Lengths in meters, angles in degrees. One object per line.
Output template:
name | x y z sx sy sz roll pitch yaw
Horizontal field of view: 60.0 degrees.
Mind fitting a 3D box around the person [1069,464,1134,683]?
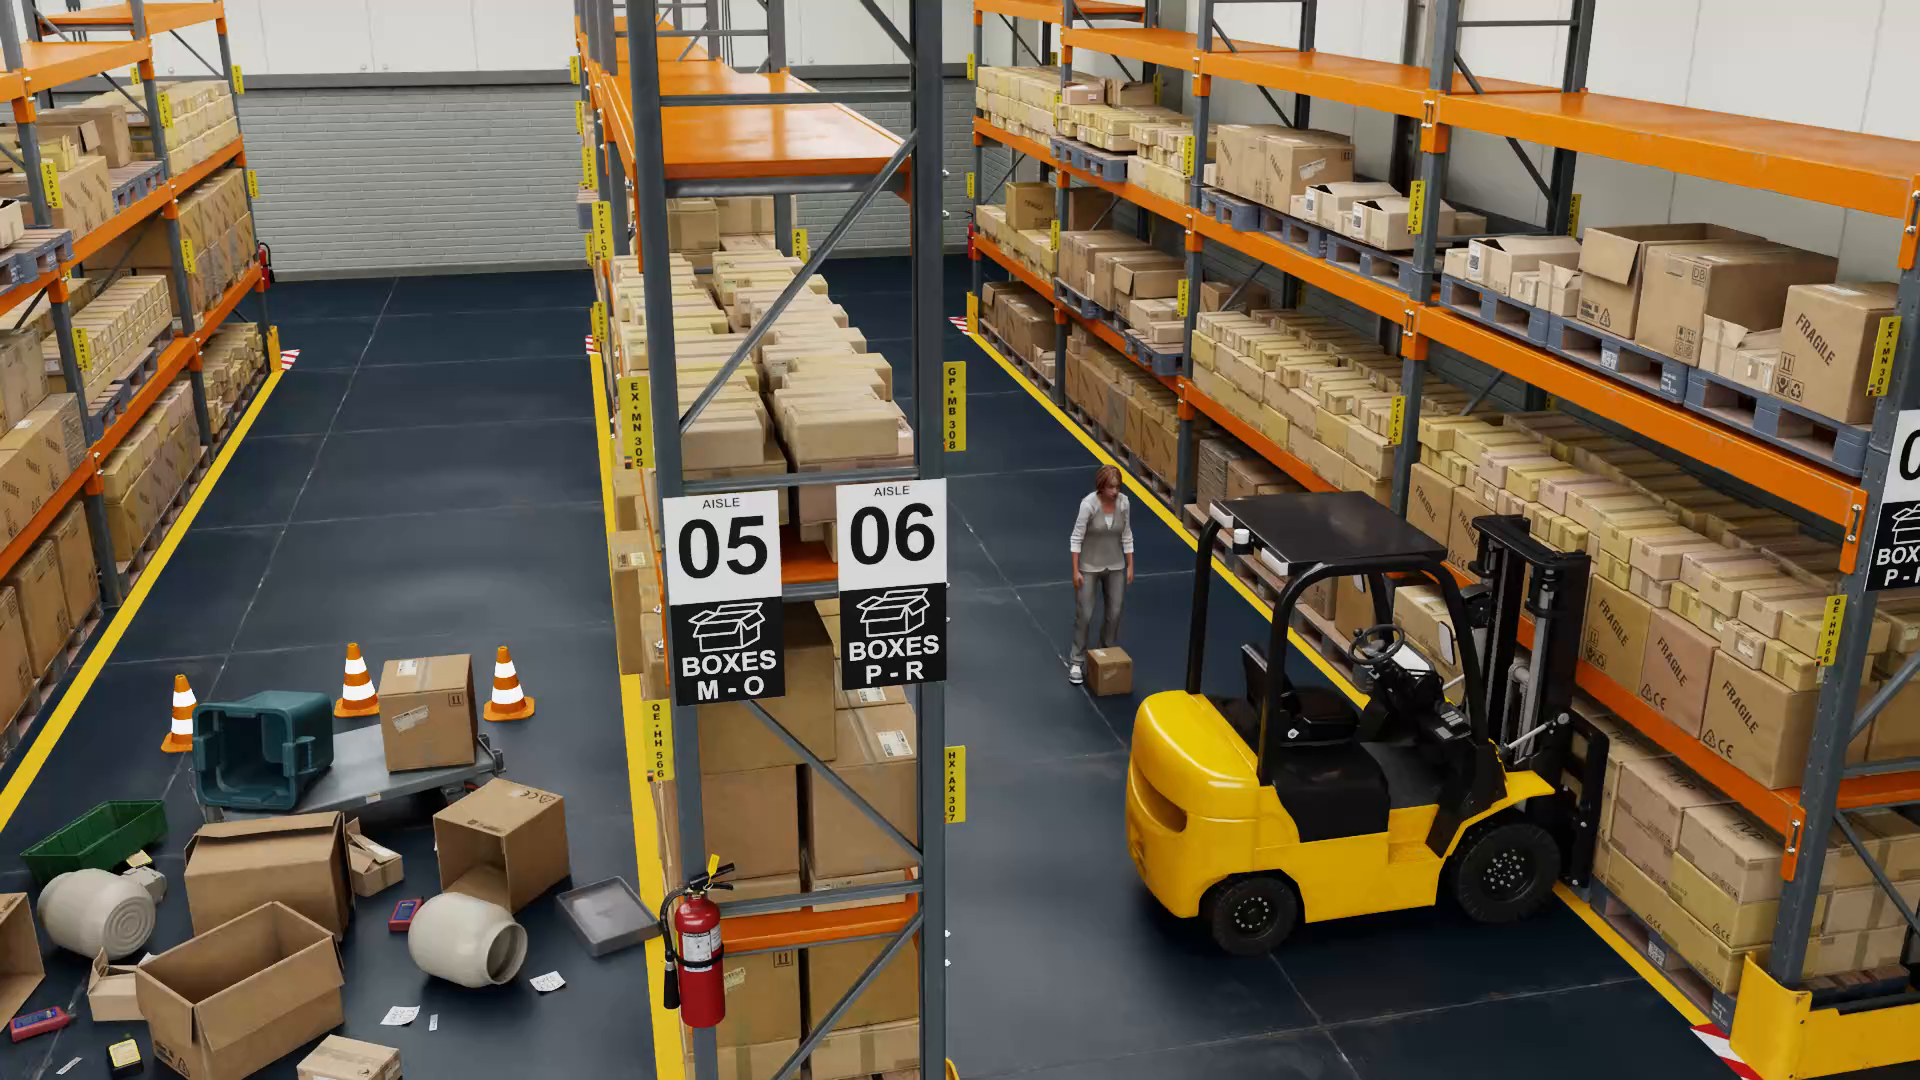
person | 0.994 0.224 11.736 0.483 1.583 0.341 -5 21 -15
